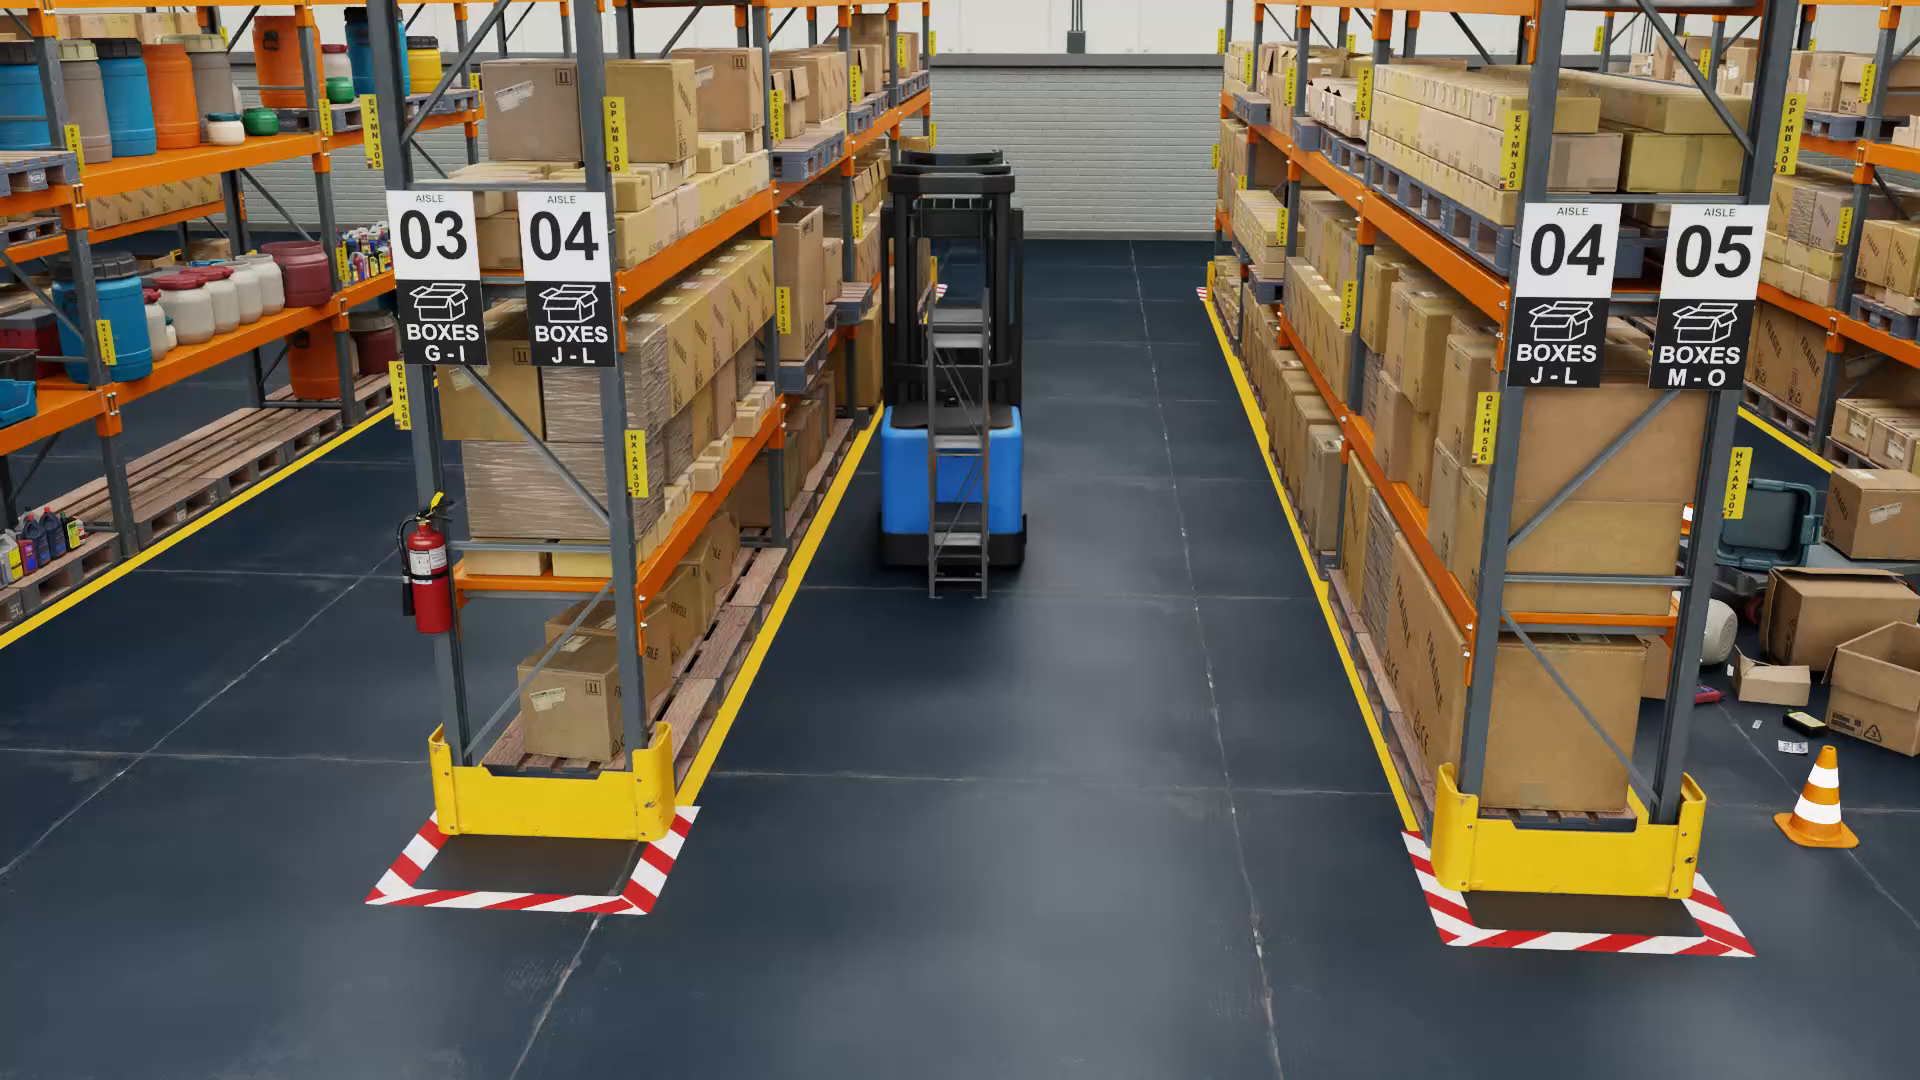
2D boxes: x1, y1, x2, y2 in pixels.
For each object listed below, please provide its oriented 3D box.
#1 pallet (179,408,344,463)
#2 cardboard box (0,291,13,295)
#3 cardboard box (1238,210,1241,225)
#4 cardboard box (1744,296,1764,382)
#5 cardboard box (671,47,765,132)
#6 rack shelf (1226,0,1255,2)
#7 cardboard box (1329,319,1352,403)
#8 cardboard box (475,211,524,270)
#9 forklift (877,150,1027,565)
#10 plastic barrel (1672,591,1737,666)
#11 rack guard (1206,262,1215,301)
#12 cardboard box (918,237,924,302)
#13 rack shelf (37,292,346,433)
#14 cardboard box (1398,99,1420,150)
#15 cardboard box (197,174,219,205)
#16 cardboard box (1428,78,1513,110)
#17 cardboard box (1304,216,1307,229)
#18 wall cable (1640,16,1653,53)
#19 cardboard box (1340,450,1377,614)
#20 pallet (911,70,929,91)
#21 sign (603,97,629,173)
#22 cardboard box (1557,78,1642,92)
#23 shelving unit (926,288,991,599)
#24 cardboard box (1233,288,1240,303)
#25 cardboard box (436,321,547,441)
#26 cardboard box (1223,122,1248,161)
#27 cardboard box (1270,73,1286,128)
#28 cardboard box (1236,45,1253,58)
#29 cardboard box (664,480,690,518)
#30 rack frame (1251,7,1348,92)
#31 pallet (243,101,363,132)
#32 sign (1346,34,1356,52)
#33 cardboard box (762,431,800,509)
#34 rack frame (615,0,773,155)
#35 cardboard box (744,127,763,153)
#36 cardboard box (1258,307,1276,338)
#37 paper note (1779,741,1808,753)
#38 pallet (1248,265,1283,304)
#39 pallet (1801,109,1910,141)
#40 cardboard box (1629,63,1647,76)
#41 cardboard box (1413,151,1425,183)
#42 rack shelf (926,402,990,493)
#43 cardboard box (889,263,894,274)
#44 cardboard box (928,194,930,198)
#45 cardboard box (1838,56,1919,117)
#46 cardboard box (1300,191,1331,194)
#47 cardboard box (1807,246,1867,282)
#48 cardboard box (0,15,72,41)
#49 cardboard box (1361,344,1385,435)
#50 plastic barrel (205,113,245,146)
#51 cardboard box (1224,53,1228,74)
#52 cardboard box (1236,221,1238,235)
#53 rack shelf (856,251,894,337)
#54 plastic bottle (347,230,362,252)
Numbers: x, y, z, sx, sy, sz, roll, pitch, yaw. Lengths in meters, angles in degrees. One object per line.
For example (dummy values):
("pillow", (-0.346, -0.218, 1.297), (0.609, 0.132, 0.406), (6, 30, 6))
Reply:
("pallet", (-6.525, -0.989, 15.602), (1.003, 0.211, 1.213), (1, 18, 4))
("cardboard box", (-11.389, -2.618, 19.404), (0.500, 0.500, 0.500), (2, 18, 5))
("cardboard box", (3.215, -3.492, 18.014), (0.380, 0.149, 0.250), (2, 18, 5))
("cardboard box", (8.659, -2.179, 17.494), (0.875, 0.875, 0.875), (2, 18, 6))
("cardboard box", (-1.555, -2.907, 10.720), (0.500, 0.500, 0.500), (1, 18, 2))
("rack shelf", (3.880, -6.672, 19.994), (1.077, 0.370, 4.000), (1, 18, 4))
("cardboard box", (2.934, -1.274, 11.834), (0.500, 0.500, 0.500), (1, 18, 4))
("cardboard box", (-2.283, -1.468, 8.010), (0.500, 0.250, 0.500), (2, 18, 5))
("forklift", (-0.063, -1.613, 13.137), (1.130, 2.935, 3.031), (0, 18, 0))
("plastic barrel", (4.612, 0.552, 10.558), (0.512, 0.421, 0.421), (17, 25, 41))
("rack guard", (4.018, -3.574, 23.028), (1.175, 0.500, 0.348), (1, 18, 4))
("cardboard box", (-0.948, -3.634, 21.935), (0.875, 0.875, 0.875), (1, 18, 4))
("rack shelf", (-6.574, -1.591, 14.116), (1.077, 0.370, 4.000), (1, 18, 4))
("cardboard box", (2.778, -2.342, 9.365), (0.500, 0.250, 0.500), (1, 18, 3))
("cardboard box", (-10.592, -4.891, 22.872), (0.500, 0.500, 0.500), (1, 18, 4))
("cardboard box", (2.671, -2.334, 8.700), (0.380, 0.149, 0.250), (1, 18, 4))
("cardboard box", (3.831, -3.312, 17.466), (0.380, 0.149, 0.250), (0, 18, 1))
("wall cable", (12.620, -9.257, 26.661), (2.988, 3.039, 0.133), (1, 18, 4))
("cardboard box", (3.048, -0.055, 11.011), (0.875, 0.875, 0.875), (2, 18, 5))
("pallet", (-0.959, -6.080, 21.987), (1.003, 0.211, 1.213), (1, 18, 4))
("sign", (-1.523, -1.787, 7.339), (0.100, 0.325, 0.005), (1, 18, 4))
("cardboard box", (3.328, -2.319, 8.654), (0.380, 0.149, 0.250), (2, 18, 5))
("shelving unit", (-0.008, -0.660, 11.550), (0.431, 2.100, 0.503), (0, 19, 1))
("cardboard box", (3.492, -2.945, 20.042), (0.380, 0.149, 0.250), (1, 18, 3))
("cardboard box", (-2.271, -0.799, 8.300), (0.500, 0.500, 0.500), (1, 18, 4))
("cardboard box", (3.696, -5.159, 21.607), (0.500, 0.500, 0.500), (2, 18, 6))
("cardboard box", (3.300, -4.268, 16.153), (0.500, 0.500, 0.500), (1, 18, 4))
("cardboard box", (3.551, -5.909, 20.120), (0.380, 0.149, 0.250), (1, 18, 3))
("cardboard box", (-1.713, -0.232, 9.219), (0.380, 0.149, 0.250), (1, 18, 4))
("rack frame", (3.736, -6.394, 17.985), (1.000, 3.000, 0.127), (1, 18, 4))
("pallet", (-6.278, -4.125, 16.180), (1.003, 0.211, 1.213), (1, 18, 4))
("sign", (4.290, -5.390, 18.276), (0.100, 0.325, 0.005), (1, 18, 4))
("cardboard box", (-1.658, -0.560, 13.123), (0.700, 0.500, 0.500), (1, 18, 4))
("rack frame", (-1.777, -4.052, 10.836), (1.000, 3.000, 0.127), (1, 18, 4))
("cardboard box", (-1.512, -2.637, 10.937), (0.380, 0.149, 0.250), (2, 18, 6))
("cardboard box", (3.315, -2.202, 16.961), (0.500, 0.250, 0.500), (2, 18, 5))
("paper note", (4.679, 1.159, 9.339), (0.144, 0.017, 0.142), (8, 20, 23))
("pallet", (3.395, -2.434, 15.841), (1.213, 0.211, 1.003), (1, 18, 4))
("pallet", (8.388, -3.759, 15.063), (1.213, 0.211, 1.003), (2, 18, 6))
("cardboard box", (8.660, -5.927, 20.945), (0.380, 0.149, 0.250), (2, 18, 6))
("cardboard box", (2.689, -2.034, 9.064), (0.380, 0.149, 0.250), (2, 18, 5))
("rack shelf", (-0.008, -0.647, 11.555), (0.431, 0.518, 0.480), (0, 19, 1))
("cardboard box", (-1.229, -2.676, 19.011), (1.225, 0.875, 0.875), (1, 18, 4))
("cardboard box", (-0.614, -4.690, 22.824), (0.380, 0.149, 0.250), (2, 18, 5))
("cardboard box", (8.271, -4.016, 14.706), (0.797, 0.503, 0.637), (0, 18, 1))
("cardboard box", (3.902, -3.777, 18.407), (0.380, 0.149, 0.250), (2, 18, 6))
("cardboard box", (8.176, -2.544, 15.309), (0.500, 0.250, 0.500), (1, 18, 4))
("cardboard box", (-11.087, -6.008, 19.857), (0.700, 0.500, 0.500), (1, 18, 4))
("cardboard box", (3.148, -1.015, 10.963), (0.875, 0.550, 0.550), (1, 18, 4))
("plastic barrel", (-6.289, -3.513, 14.232), (0.301, 0.262, 0.301), (0, 18, 0))
("cardboard box", (3.732, -6.244, 21.781), (0.500, 0.250, 0.500), (2, 18, 5))
("cardboard box", (3.235, -3.425, 18.288), (0.380, 0.149, 0.250), (2, 18, 5))
("rack shelf", (-1.347, -2.722, 17.570), (1.077, 0.370, 4.000), (1, 18, 4))
("plastic bottle", (-6.640, -3.242, 18.200), (0.152, 0.276, 0.135), (1, 18, 4))
